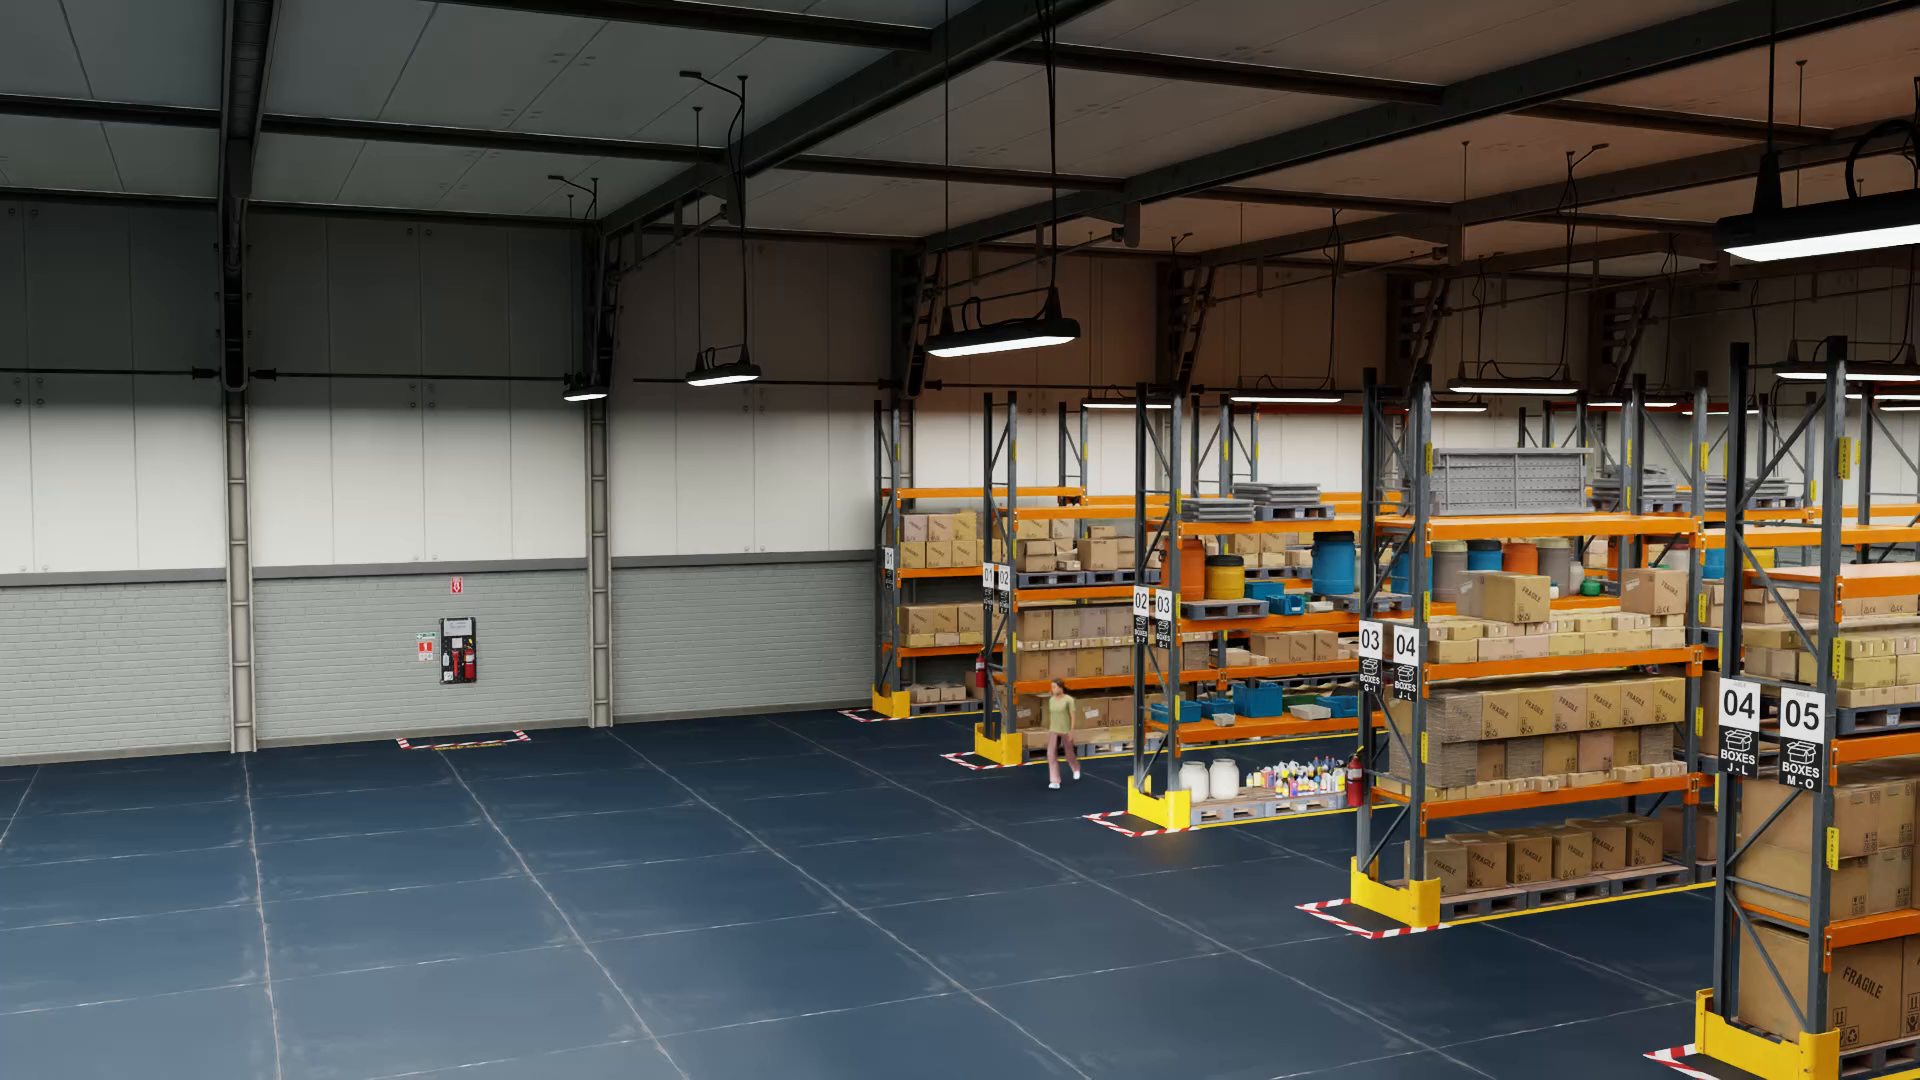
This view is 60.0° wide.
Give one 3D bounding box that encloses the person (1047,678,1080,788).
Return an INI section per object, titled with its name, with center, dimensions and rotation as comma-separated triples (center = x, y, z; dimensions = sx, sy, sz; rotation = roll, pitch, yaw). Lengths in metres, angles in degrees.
[person]
center = 1.526, 2.894, 25.044
dimensions = 0.452, 1.623, 0.910
rotation = 1, 4, 24
